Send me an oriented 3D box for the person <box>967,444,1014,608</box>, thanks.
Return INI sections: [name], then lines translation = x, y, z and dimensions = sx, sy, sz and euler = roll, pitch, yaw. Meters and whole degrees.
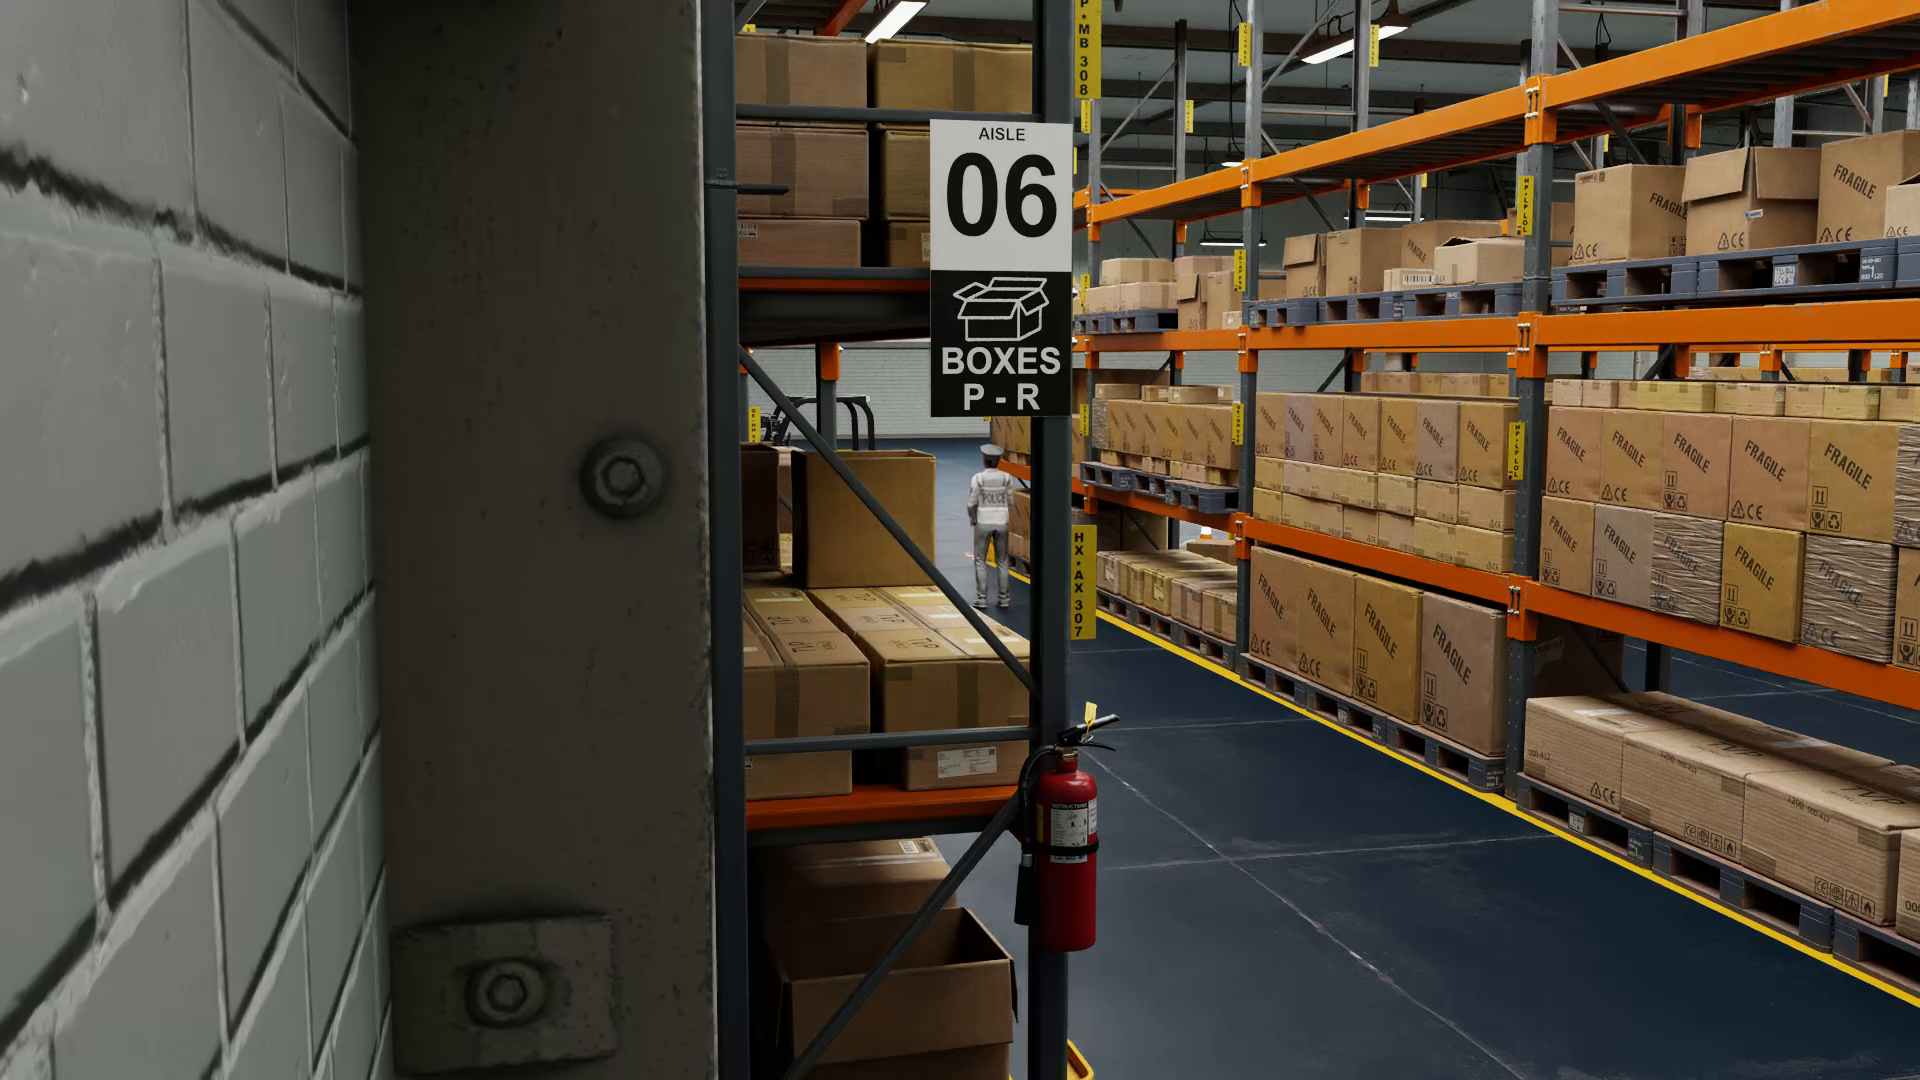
[person]
translation = 0.304, -0.149, 17.202
dimensions = 0.489, 1.692, 0.489
euler = -2, 6, -14
